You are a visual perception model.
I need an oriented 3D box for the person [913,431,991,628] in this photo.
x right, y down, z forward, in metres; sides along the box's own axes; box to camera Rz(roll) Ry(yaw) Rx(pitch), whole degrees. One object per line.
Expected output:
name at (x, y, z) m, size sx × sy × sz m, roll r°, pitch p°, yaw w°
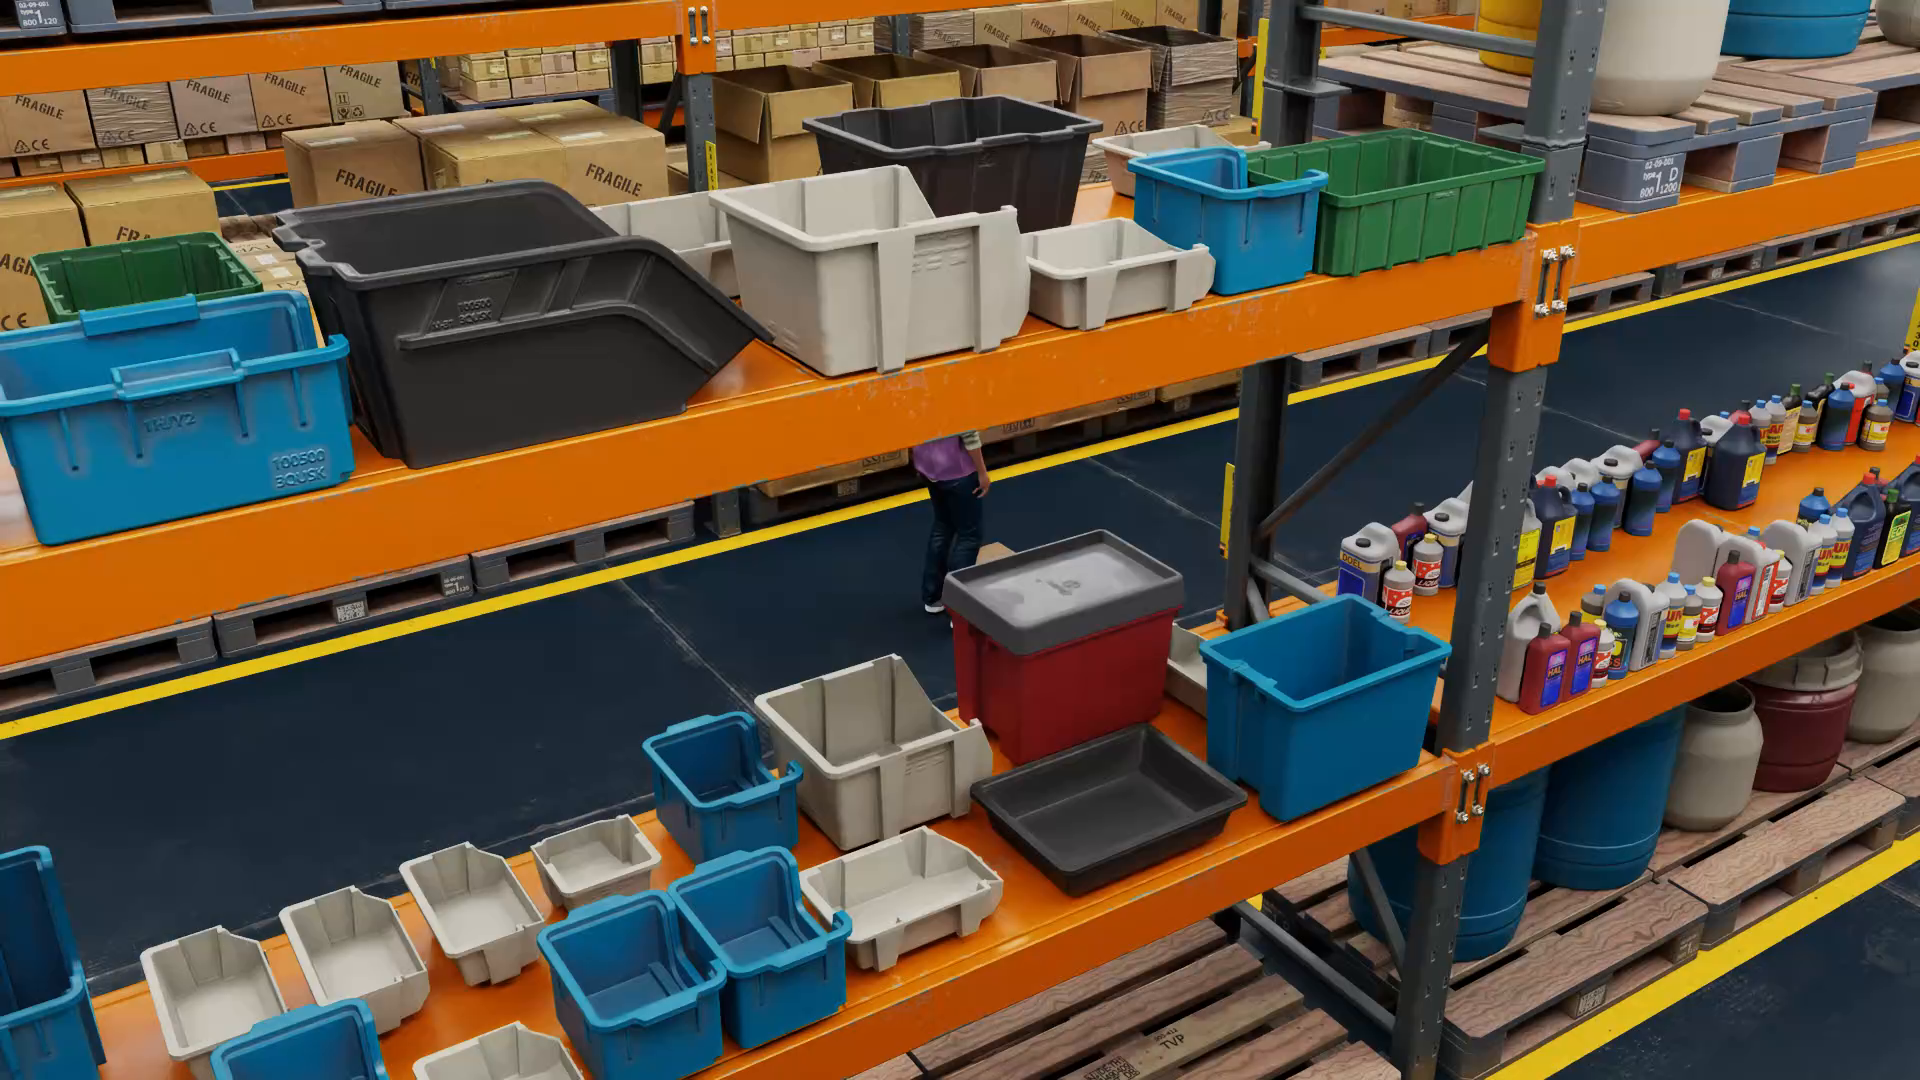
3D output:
person at (-0.032, -0.346, 7.861) m, size 0.344 × 1.582 × 0.462 m, roll -16°, pitch 30°, yaw -29°
